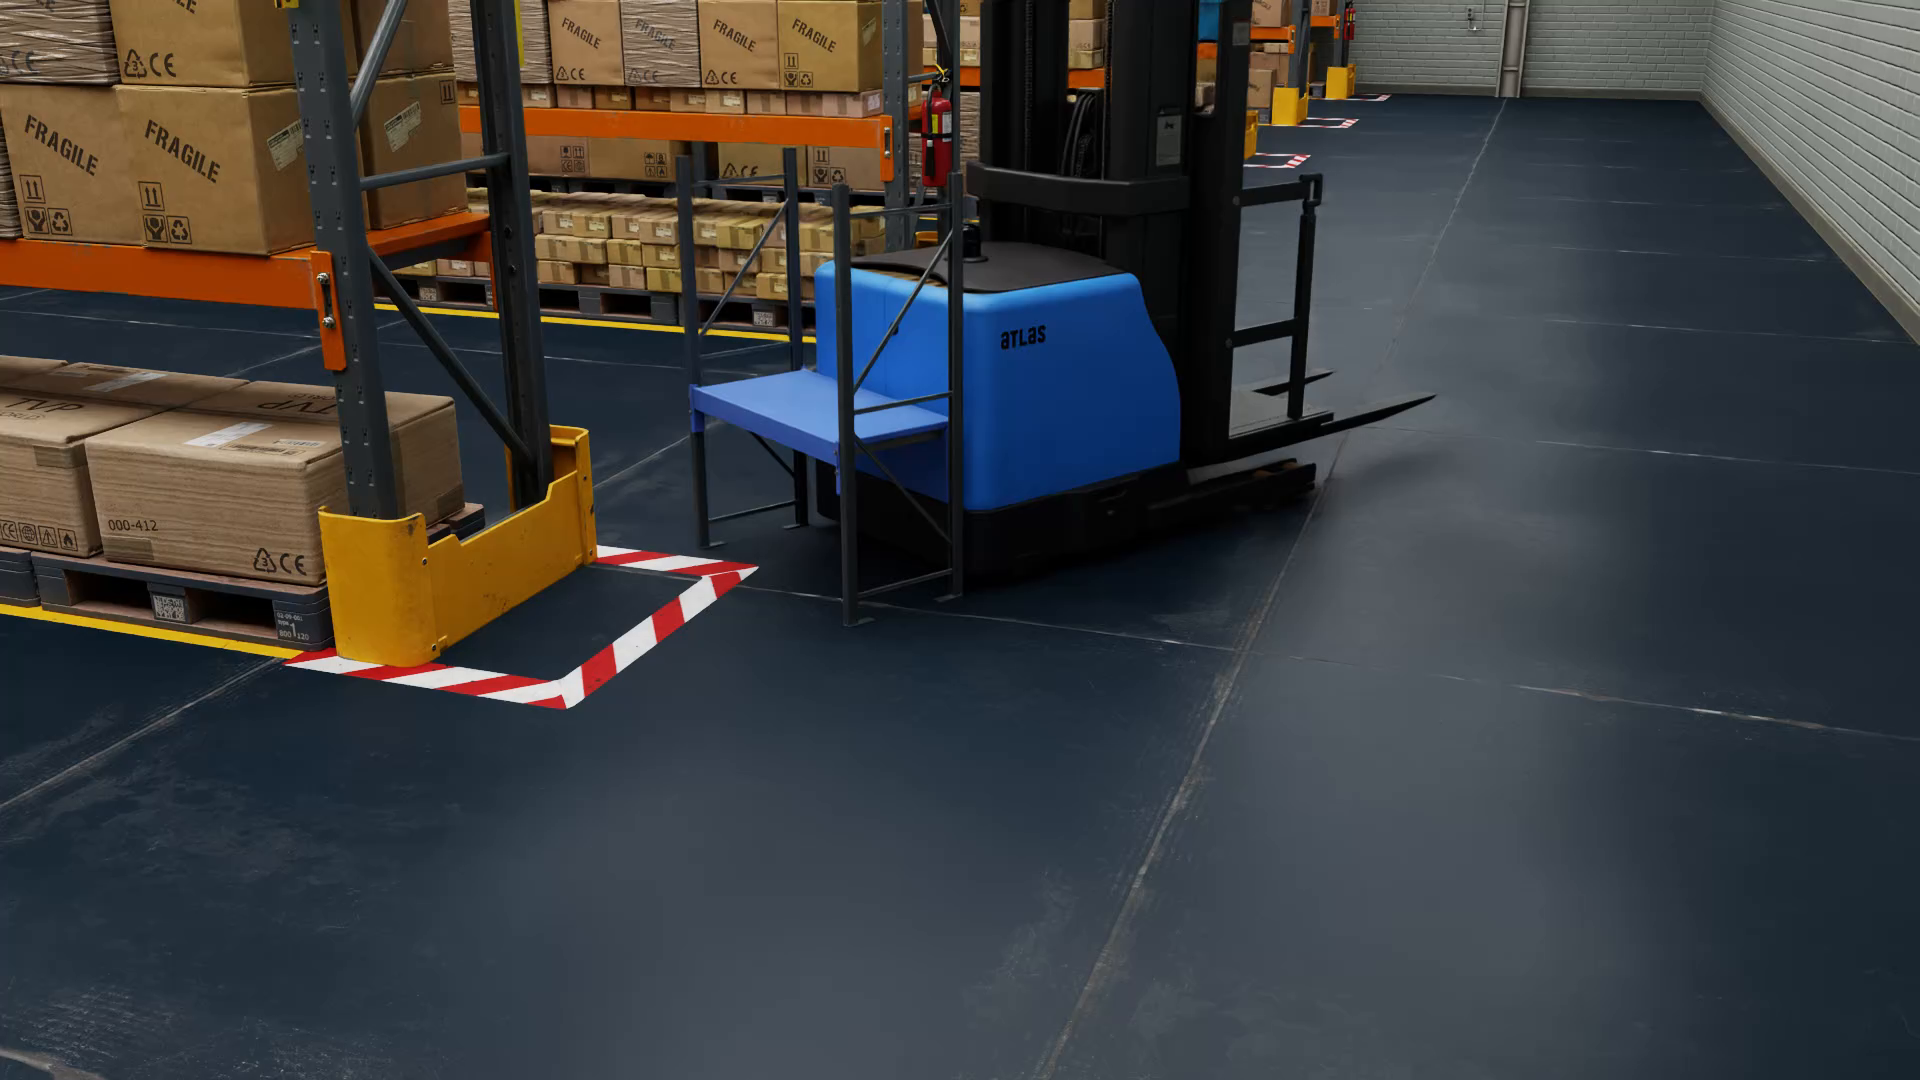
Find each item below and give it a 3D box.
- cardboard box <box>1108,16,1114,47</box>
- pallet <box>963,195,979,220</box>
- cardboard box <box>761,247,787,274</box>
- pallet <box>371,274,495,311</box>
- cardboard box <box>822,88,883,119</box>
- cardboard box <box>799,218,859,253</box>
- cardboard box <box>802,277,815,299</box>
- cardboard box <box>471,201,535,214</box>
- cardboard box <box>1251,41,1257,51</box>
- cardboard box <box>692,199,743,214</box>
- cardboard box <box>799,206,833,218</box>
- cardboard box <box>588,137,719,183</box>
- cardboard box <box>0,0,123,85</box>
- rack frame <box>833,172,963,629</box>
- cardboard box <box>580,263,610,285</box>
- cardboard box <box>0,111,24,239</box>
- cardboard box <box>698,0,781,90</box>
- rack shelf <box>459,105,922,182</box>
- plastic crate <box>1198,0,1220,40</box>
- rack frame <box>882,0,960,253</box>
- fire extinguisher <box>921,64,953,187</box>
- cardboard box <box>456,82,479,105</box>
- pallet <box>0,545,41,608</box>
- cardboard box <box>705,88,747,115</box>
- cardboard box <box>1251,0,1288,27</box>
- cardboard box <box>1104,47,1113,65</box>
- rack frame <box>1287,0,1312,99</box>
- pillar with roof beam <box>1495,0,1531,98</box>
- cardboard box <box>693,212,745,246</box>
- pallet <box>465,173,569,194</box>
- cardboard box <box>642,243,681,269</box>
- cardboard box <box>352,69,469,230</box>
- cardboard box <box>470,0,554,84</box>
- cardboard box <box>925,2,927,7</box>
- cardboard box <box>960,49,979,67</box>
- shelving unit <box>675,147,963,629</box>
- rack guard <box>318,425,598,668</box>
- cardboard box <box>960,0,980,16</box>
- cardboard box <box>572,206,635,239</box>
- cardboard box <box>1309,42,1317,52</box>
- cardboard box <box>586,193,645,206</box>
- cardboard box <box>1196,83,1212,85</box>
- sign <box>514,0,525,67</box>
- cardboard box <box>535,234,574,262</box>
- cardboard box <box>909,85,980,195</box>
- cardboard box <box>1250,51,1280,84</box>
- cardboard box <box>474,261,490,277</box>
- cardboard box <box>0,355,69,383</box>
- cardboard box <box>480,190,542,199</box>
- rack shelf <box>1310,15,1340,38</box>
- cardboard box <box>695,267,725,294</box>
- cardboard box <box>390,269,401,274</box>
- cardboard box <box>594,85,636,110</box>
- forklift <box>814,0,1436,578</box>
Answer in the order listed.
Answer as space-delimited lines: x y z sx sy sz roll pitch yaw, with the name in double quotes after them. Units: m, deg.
1.139 -4.485 14.663 0.500 0.250 0.500 6 20 17 "cardboard box"
0.723 -3.025 14.934 1.213 0.211 1.003 7 20 18 "pallet"
-1.041 -1.755 10.294 0.250 0.149 0.380 6 20 17 "cardboard box"
-3.352 -1.802 11.426 1.213 0.211 1.003 7 20 18 "pallet"
-0.620 -2.577 9.795 0.250 0.149 0.380 7 20 18 "cardboard box"
-0.803 -1.860 10.145 0.250 0.149 0.380 7 20 19 "cardboard box"
-0.785 -1.593 10.282 0.250 0.149 0.380 7 20 19 "cardboard box"
-2.991 -2.131 10.922 0.250 0.149 0.380 6 20 17 "cardboard box"
4.914 -8.427 28.368 0.250 0.149 0.380 7 20 19 "cardboard box"
-1.619 -2.137 10.940 0.250 0.149 0.380 7 21 20 "cardboard box"
-0.903 -2.036 10.650 0.250 0.149 0.380 7 20 19 "cardboard box"
-2.886 -3.970 15.998 0.875 0.875 1.225 7 20 18 "cardboard box"
-2.785 -1.743 5.350 0.500 0.500 0.500 7 20 18 "cardboard box"
-0.195 -0.457 5.610 0.500 1.500 0.032 -14 24 -36 "rack frame"
-2.247 -1.762 10.766 0.250 0.149 0.380 7 20 20 "cardboard box"
-3.249 -1.327 5.674 0.500 0.500 0.500 7 20 20 "cardboard box"
-1.213 -2.962 9.913 0.500 0.500 0.500 6 20 17 "cardboard box"
-2.109 -2.625 10.643 4.000 0.370 1.077 7 20 18 "rack shelf"
2.751 -5.843 18.637 0.499 0.435 0.616 7 20 18 "plastic crate"
-0.219 -2.749 9.905 0.127 3.000 1.000 7 20 18 "rack frame"
-0.133 -2.365 9.489 0.183 0.674 0.296 7 20 18 "fire extinguisher"
-3.046 -2.881 10.667 0.250 0.149 0.380 6 20 16 "cardboard box"
-3.678 -0.076 6.475 1.213 0.211 1.003 7 20 18 "pallet"
-1.333 -2.659 10.028 0.250 0.149 0.380 7 20 20 "cardboard box"
4.246 -7.371 23.012 0.500 0.500 0.500 7 20 20 "cardboard box"
1.277 -4.302 14.743 0.250 0.149 0.380 7 20 19 "cardboard box"
4.758 -7.360 23.133 0.127 3.000 1.000 7 20 18 "rack frame"
7.802 -10.372 22.660 0.400 9.000 9.100 7 20 18 "pillar with roof beam"
-1.531 -1.941 10.378 0.250 0.149 0.380 6 20 16 "cardboard box"
-4.185 -3.586 16.544 1.213 0.211 1.003 7 20 18 "pallet"
-1.797 -1.817 10.473 0.250 0.149 0.380 7 20 19 "cardboard box"
-2.108 -1.387 5.846 0.500 0.500 0.500 6 20 18 "cardboard box"
-2.679 -3.120 10.365 0.500 0.500 0.500 6 20 17 "cardboard box"
-0.709 -8.209 24.779 0.500 0.500 0.700 1 19 4 "cardboard box"
0.094 -4.207 14.471 0.250 0.149 0.380 6 20 17 "cardboard box"
-0.508 -0.589 5.988 0.538 1.500 1.048 -14 24 -36 "shelving unit"
-1.726 -0.016 5.862 0.348 0.500 1.175 7 20 18 "rack guard"
0.175 -4.948 14.849 0.500 0.500 0.500 6 20 17 "cardboard box"
-2.273 -2.035 10.648 0.250 0.149 0.380 7 20 18 "cardboard box"
5.870 -8.318 28.055 0.250 0.149 0.380 7 20 18 "cardboard box"
-2.320 -2.238 11.230 0.250 0.149 0.380 6 20 16 "cardboard box"
3.393 -6.524 24.244 0.500 0.250 0.500 7 20 18 "cardboard box"
-1.561 -1.817 5.796 0.005 0.325 0.100 7 20 18 "sign"
-2.526 -1.906 10.729 0.250 0.149 0.380 6 20 18 "cardboard box"
0.013 -3.617 14.987 0.875 0.875 0.875 7 20 18 "cardboard box"
5.214 -8.017 28.177 0.500 0.500 0.700 6 20 18 "cardboard box"
-3.000 -1.842 10.998 0.250 0.149 0.380 6 20 17 "cardboard box"
-4.123 -0.421 6.483 0.875 0.438 0.875 6 20 16 "cardboard box"
-3.085 -2.316 11.454 0.250 0.149 0.380 6 20 18 "cardboard box"
4.491 -8.777 28.290 4.000 0.370 1.077 7 20 18 "rack shelf"
-1.520 -1.667 10.495 0.250 0.149 0.380 7 20 19 "cardboard box"
-3.759 -1.894 11.145 0.250 0.149 0.380 6 20 16 "cardboard box"
-2.064 -2.767 10.340 0.250 0.149 0.380 7 20 19 "cardboard box"
0.880 -1.626 6.789 3.031 2.935 1.130 -15 24 -37 "forklift"
